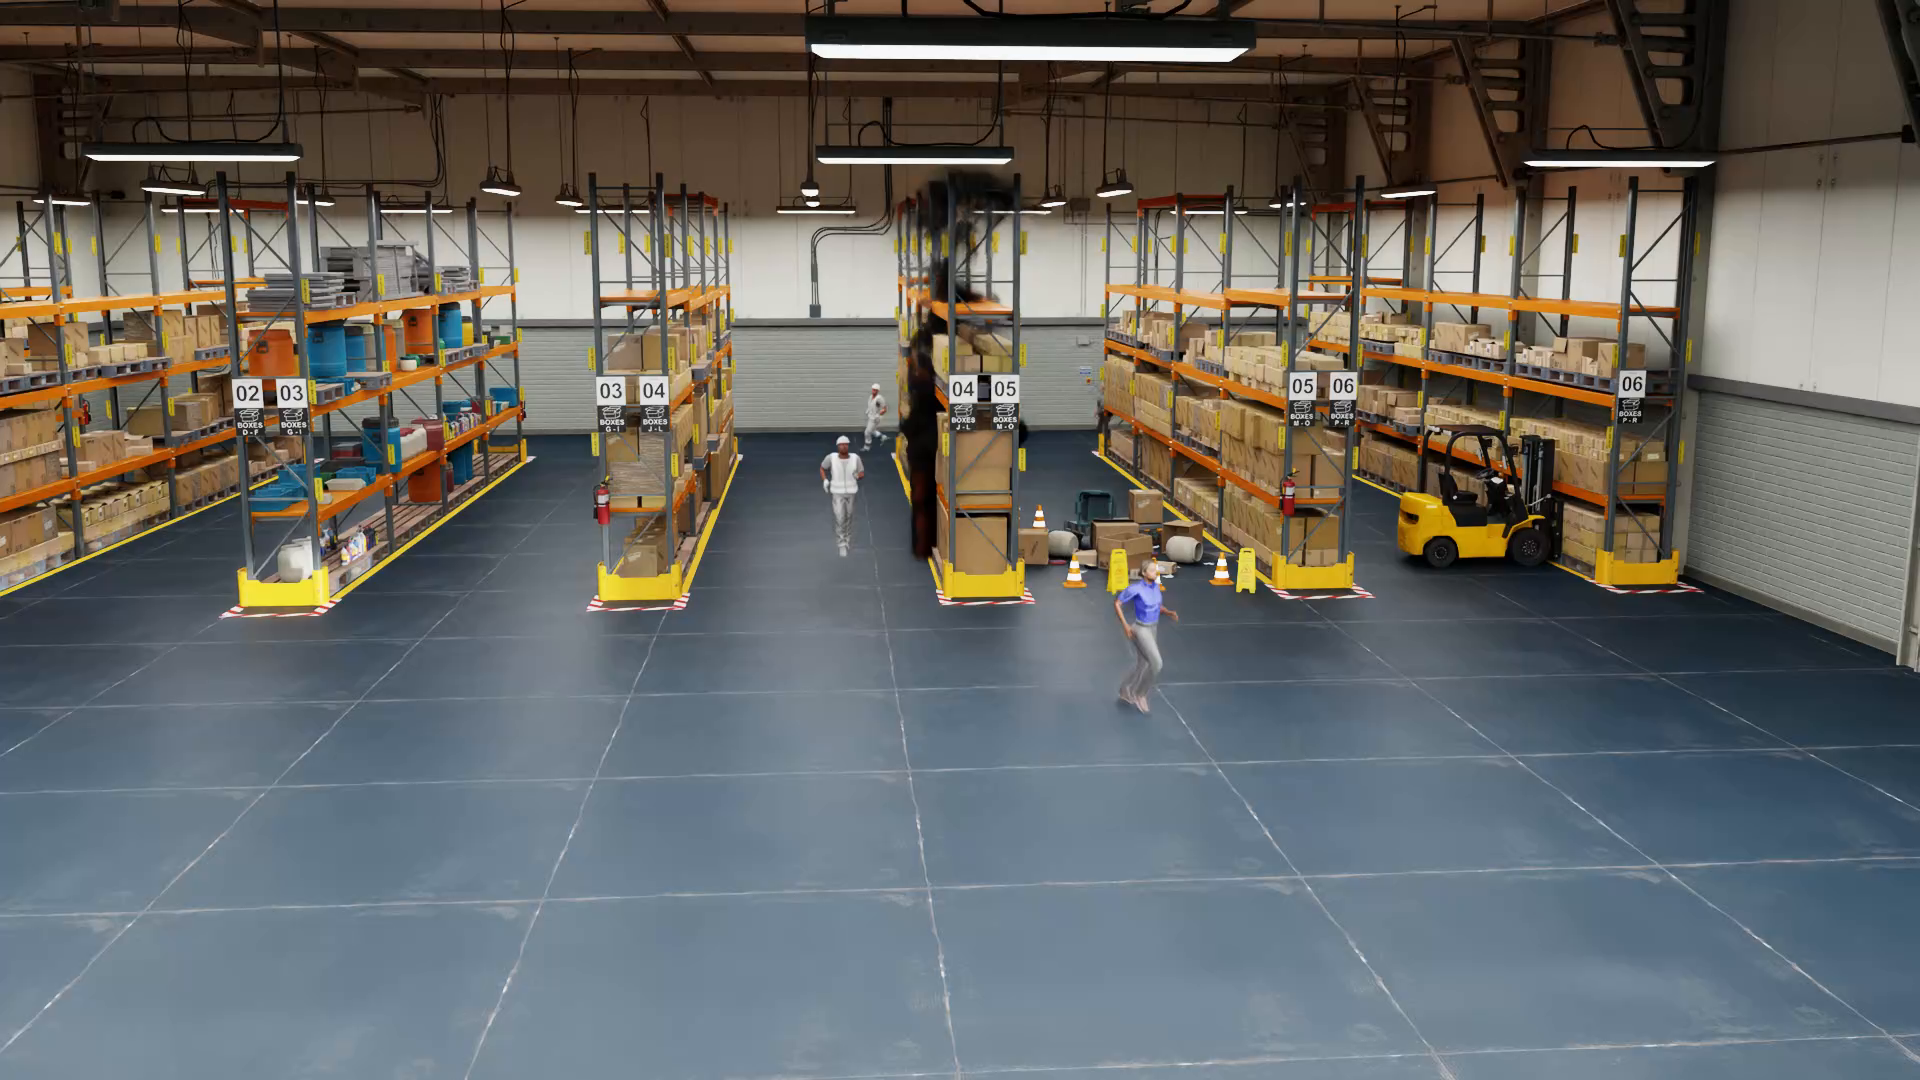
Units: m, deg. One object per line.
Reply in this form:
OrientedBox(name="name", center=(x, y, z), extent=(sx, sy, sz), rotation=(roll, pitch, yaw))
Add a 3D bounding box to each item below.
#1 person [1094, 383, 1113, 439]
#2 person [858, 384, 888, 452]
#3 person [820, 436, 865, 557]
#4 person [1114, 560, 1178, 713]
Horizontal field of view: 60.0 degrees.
OrientedBox(name="person", center=(3.634, -3.104, 41.543), extent=(0.538, 1.668, 0.714), rotation=(3, 11, 18))
OrientedBox(name="person", center=(-2.019, -2.995, 40.797), extent=(0.774, 1.686, 0.716), rotation=(-6, 12, -30))
OrientedBox(name="person", center=(-1.802, -0.702, 25.815), extent=(0.662, 1.834, 0.775), rotation=(-3, 10, -15))
OrientedBox(name="person", center=(2.033, 1.046, 18.137), extent=(0.703, 1.683, 0.569), rotation=(7, 12, 35))
